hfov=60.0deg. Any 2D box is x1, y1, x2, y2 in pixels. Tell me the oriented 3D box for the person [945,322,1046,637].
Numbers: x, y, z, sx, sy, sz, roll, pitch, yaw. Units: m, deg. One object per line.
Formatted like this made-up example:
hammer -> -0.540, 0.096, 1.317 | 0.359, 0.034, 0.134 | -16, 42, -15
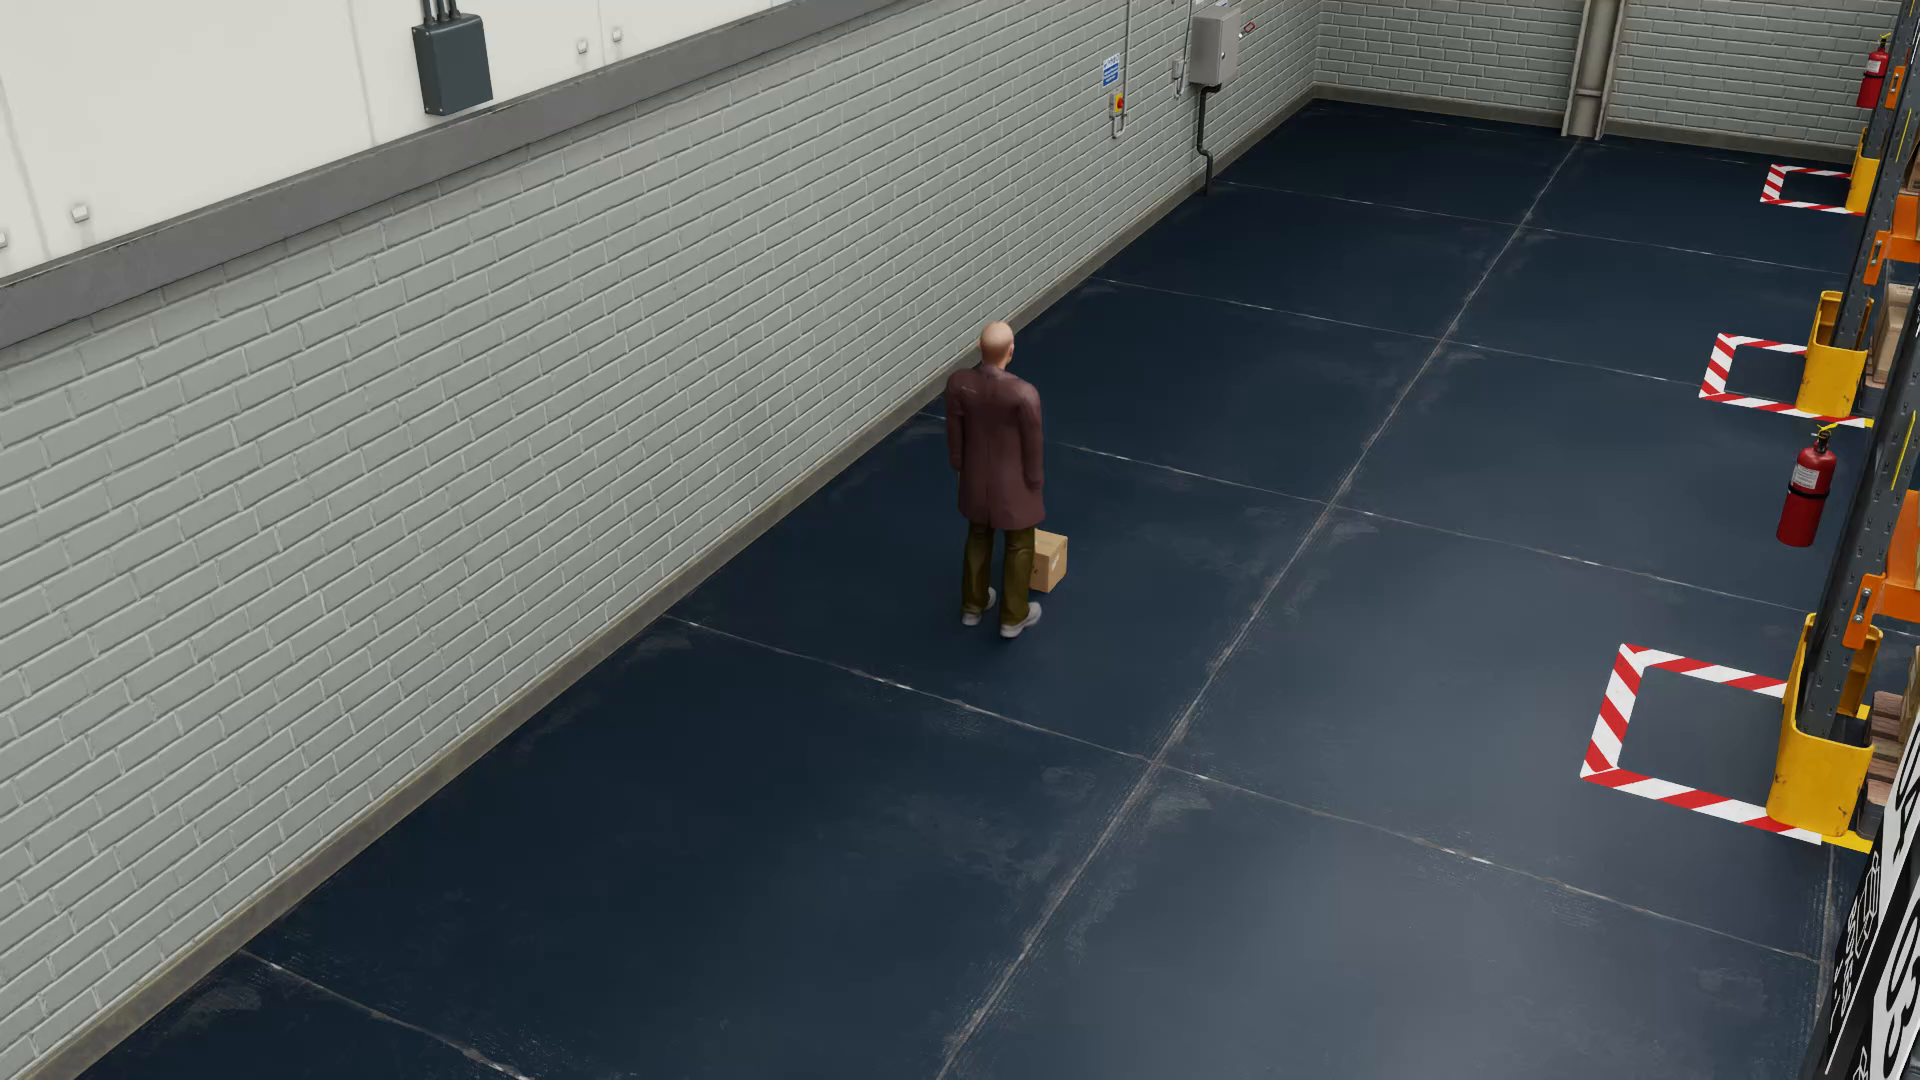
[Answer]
person -> 0.198, -0.336, 8.918 | 0.563, 1.776, 0.384 | 15, 33, 24
